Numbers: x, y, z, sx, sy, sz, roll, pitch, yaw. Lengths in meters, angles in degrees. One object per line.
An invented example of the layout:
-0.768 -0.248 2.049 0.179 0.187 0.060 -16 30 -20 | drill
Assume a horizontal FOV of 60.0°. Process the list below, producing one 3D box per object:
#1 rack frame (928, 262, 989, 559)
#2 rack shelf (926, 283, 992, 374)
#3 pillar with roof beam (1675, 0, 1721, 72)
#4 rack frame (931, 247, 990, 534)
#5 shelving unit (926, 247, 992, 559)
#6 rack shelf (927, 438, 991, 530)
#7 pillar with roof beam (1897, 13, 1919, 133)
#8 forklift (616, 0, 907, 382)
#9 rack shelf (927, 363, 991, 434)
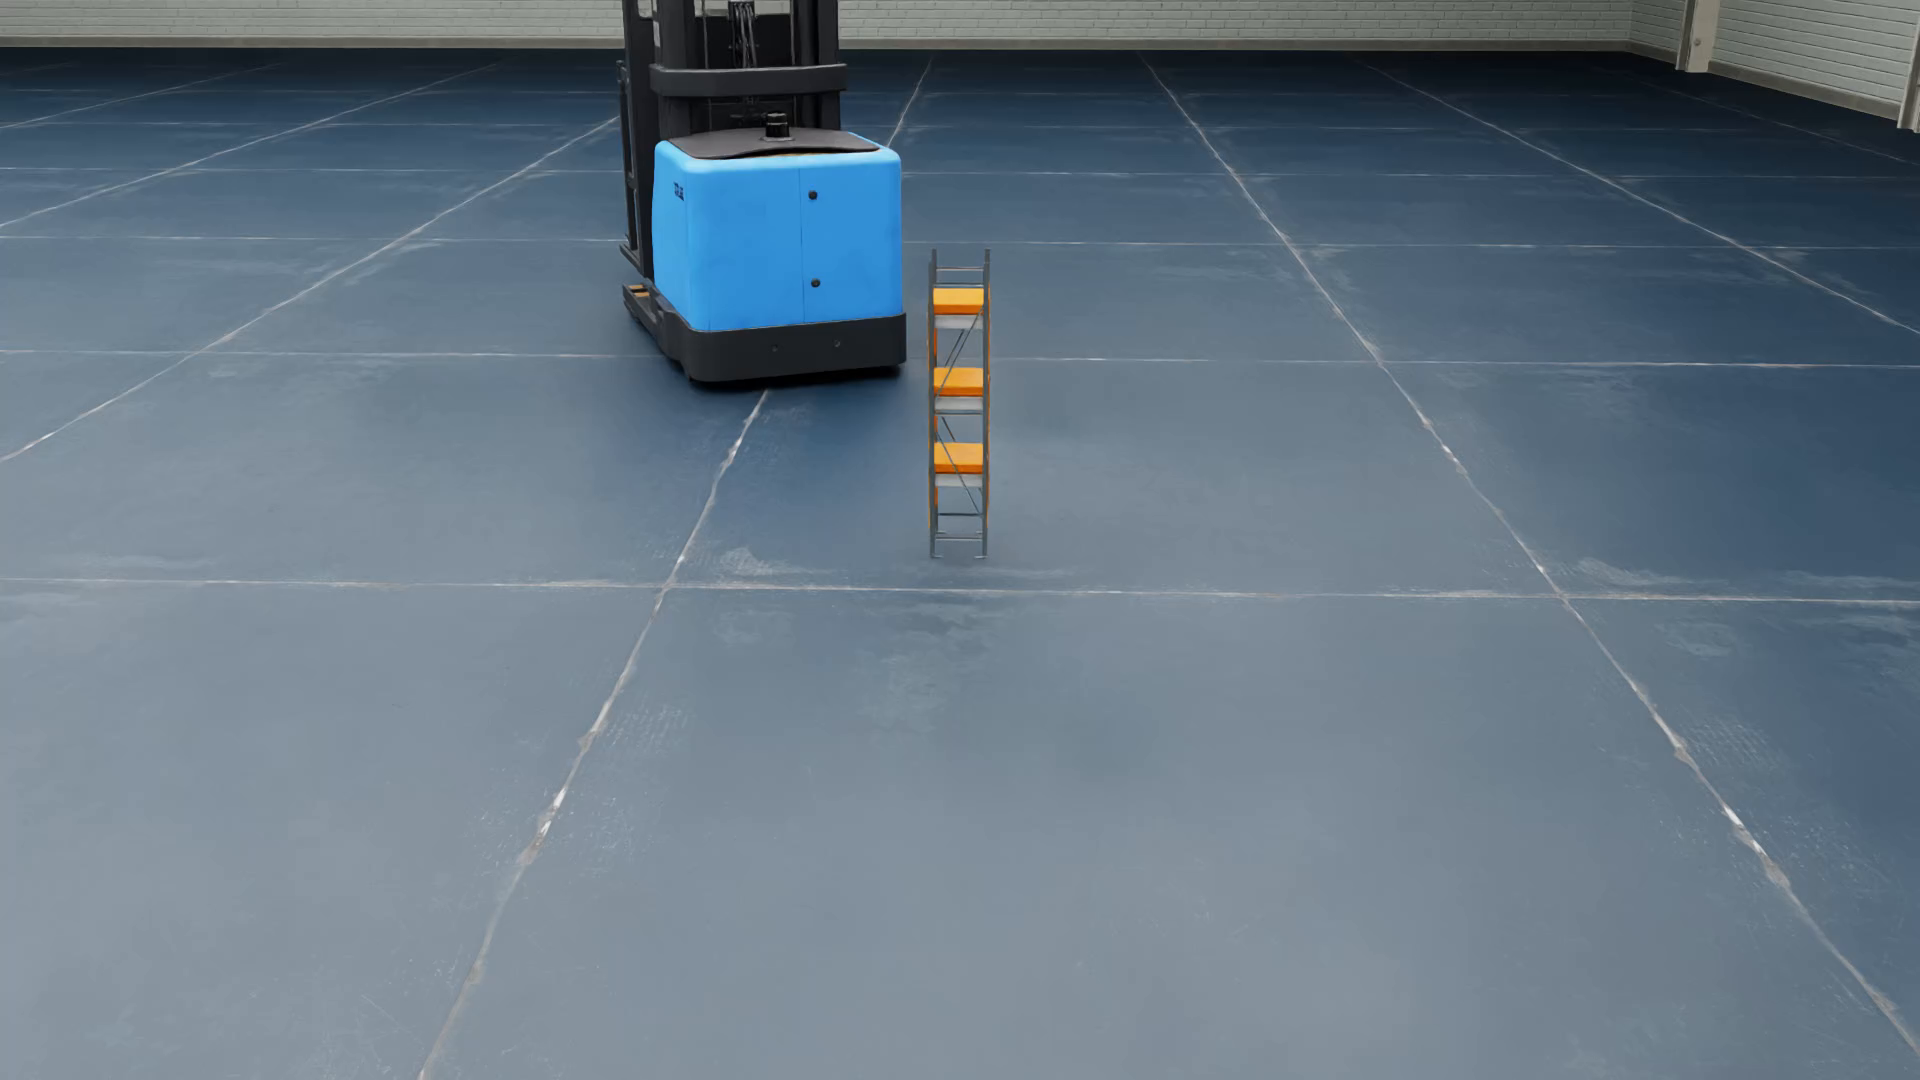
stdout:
-0.005 -0.426 5.675 0.200 1.050 0.008 1 21 2 | rack frame
-0.002 -0.725 5.690 0.215 0.259 0.240 1 21 2 | rack shelf
5.433 -10.481 20.600 9.100 9.000 0.400 1 21 2 | pillar with roof beam
0.002 -0.514 5.903 0.200 1.050 0.008 1 21 2 | rack frame
-0.002 -0.470 5.789 0.215 1.050 0.252 1 21 2 | shelving unit
-0.002 -0.201 5.894 0.215 0.259 0.240 1 21 2 | rack shelf
5.251 -8.311 15.009 9.100 9.000 0.400 1 21 2 | pillar with roof beam
-1.240 -2.601 8.680 1.130 2.935 3.031 -7 22 -19 | forklift
-0.002 -0.460 5.793 0.215 0.259 0.240 1 21 2 | rack shelf
